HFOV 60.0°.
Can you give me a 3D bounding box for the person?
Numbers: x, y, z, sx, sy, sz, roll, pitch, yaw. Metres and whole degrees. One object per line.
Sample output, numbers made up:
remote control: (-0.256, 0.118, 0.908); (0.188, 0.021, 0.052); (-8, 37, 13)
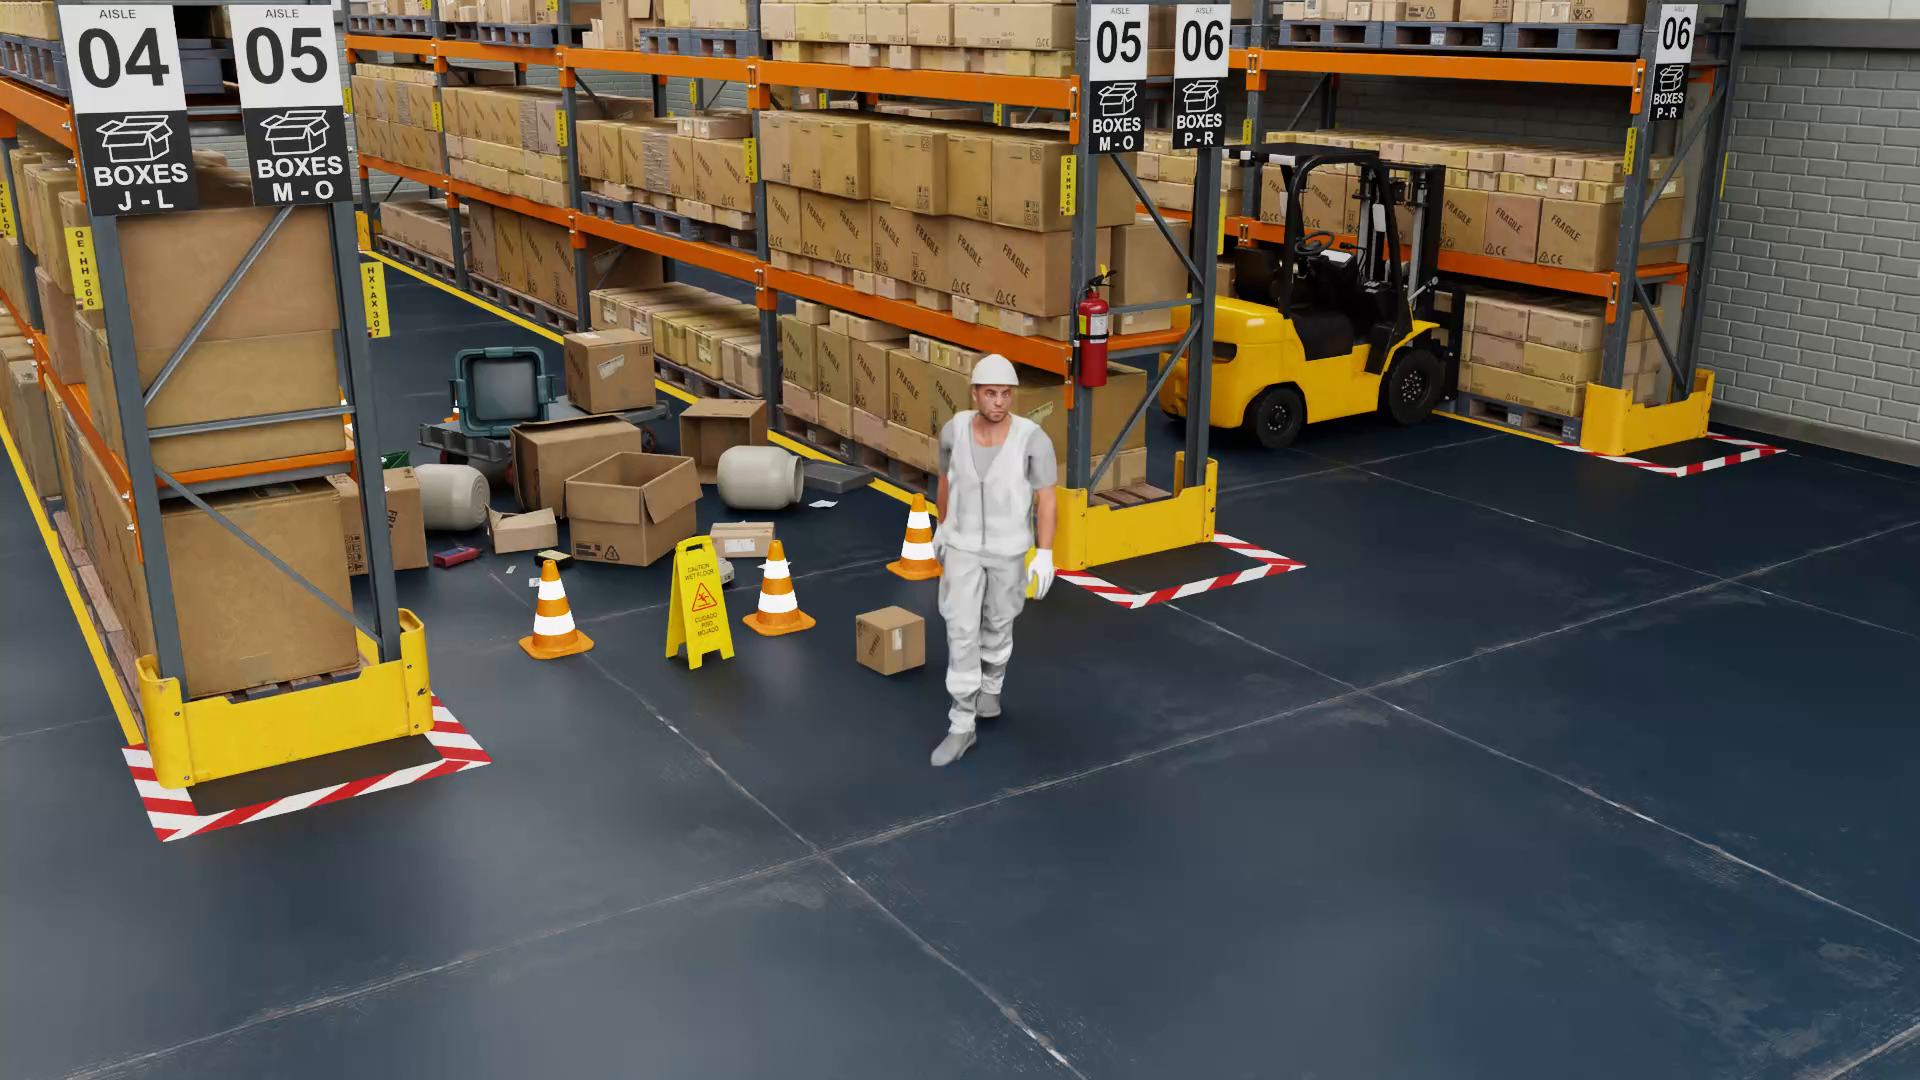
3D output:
person: (0.146, 0.055, 7.369); (0.571, 1.821, 0.701); (2, 18, 5)
